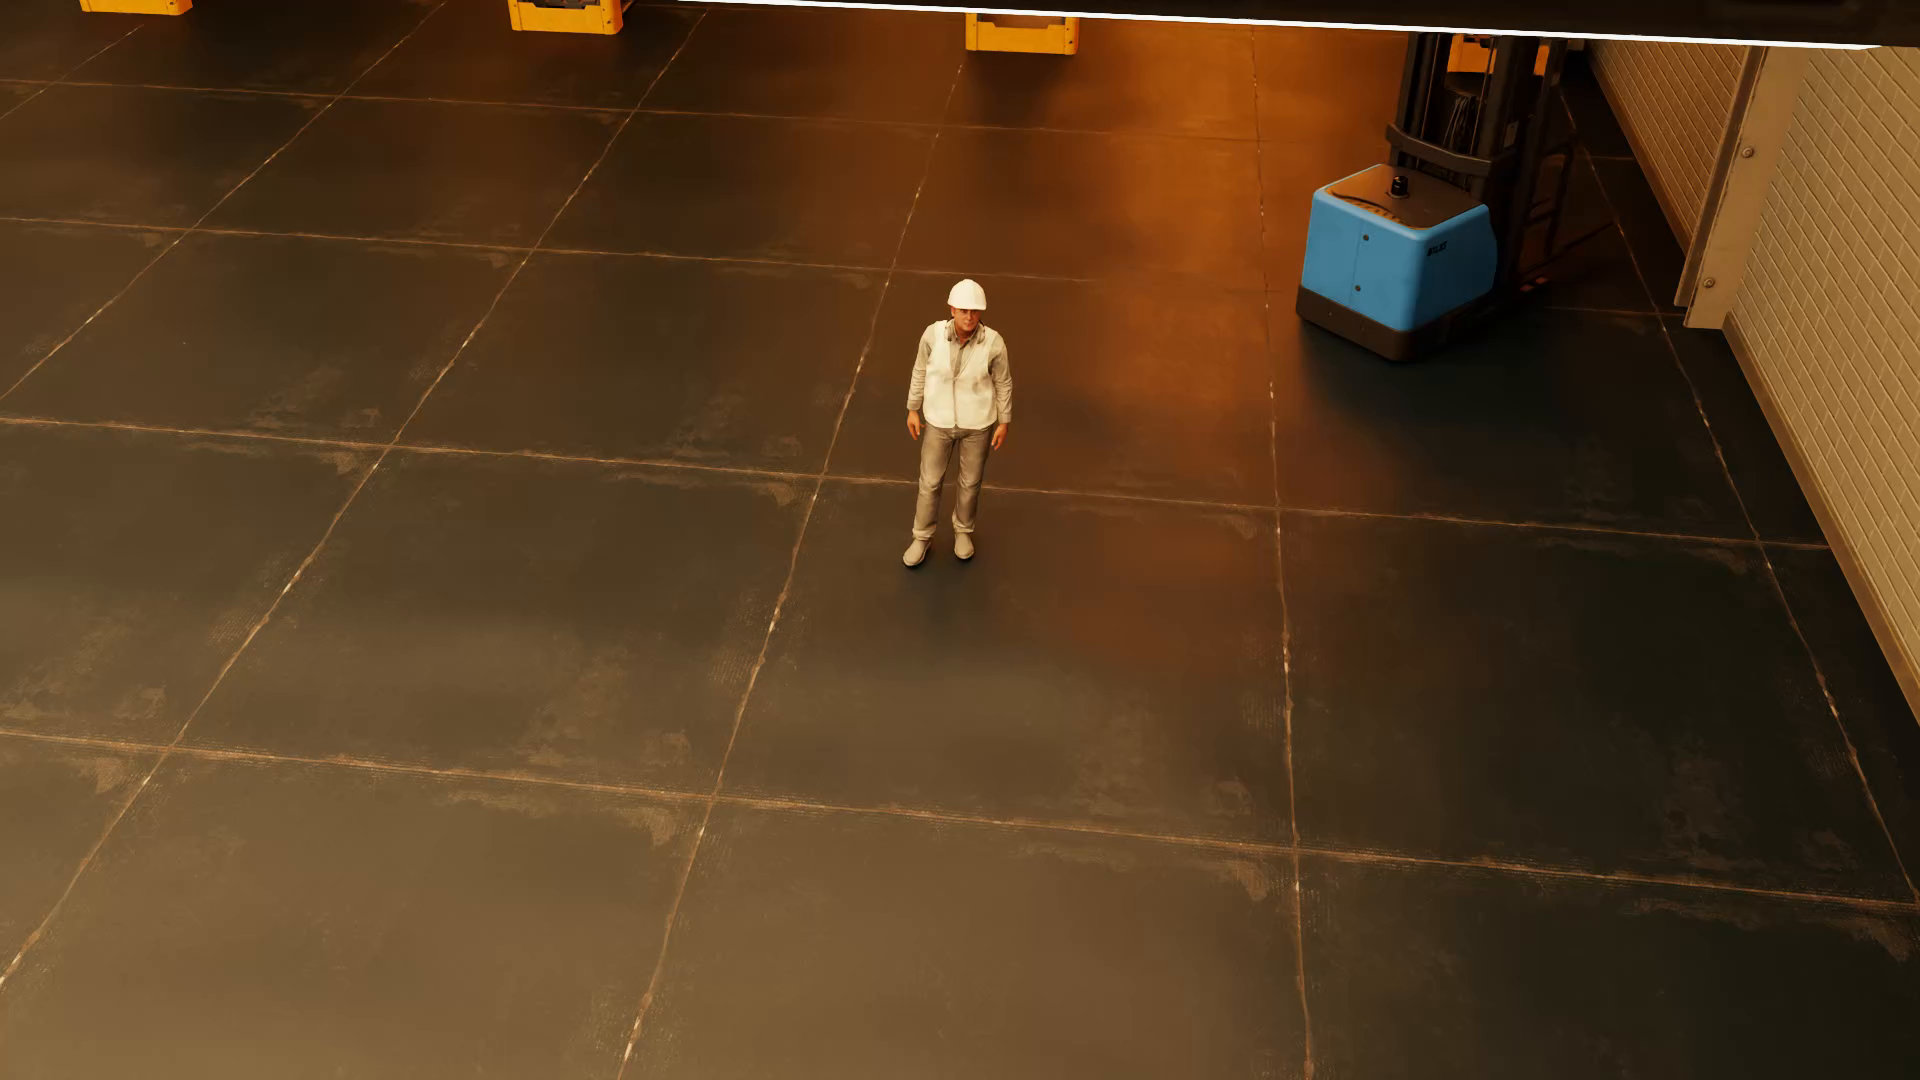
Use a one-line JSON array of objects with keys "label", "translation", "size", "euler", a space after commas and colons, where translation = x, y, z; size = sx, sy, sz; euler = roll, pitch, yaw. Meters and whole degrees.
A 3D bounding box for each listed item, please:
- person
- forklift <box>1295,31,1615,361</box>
[{"label": "person", "translation": [-0.015, -0.683, 9.920], "size": [0.633, 1.775, 0.566], "euler": [4, 37, 6]}, {"label": "forklift", "translation": [4.026, -3.218, 12.395], "size": [3.031, 2.935, 1.130], "euler": [-26, 44, -31]}]
